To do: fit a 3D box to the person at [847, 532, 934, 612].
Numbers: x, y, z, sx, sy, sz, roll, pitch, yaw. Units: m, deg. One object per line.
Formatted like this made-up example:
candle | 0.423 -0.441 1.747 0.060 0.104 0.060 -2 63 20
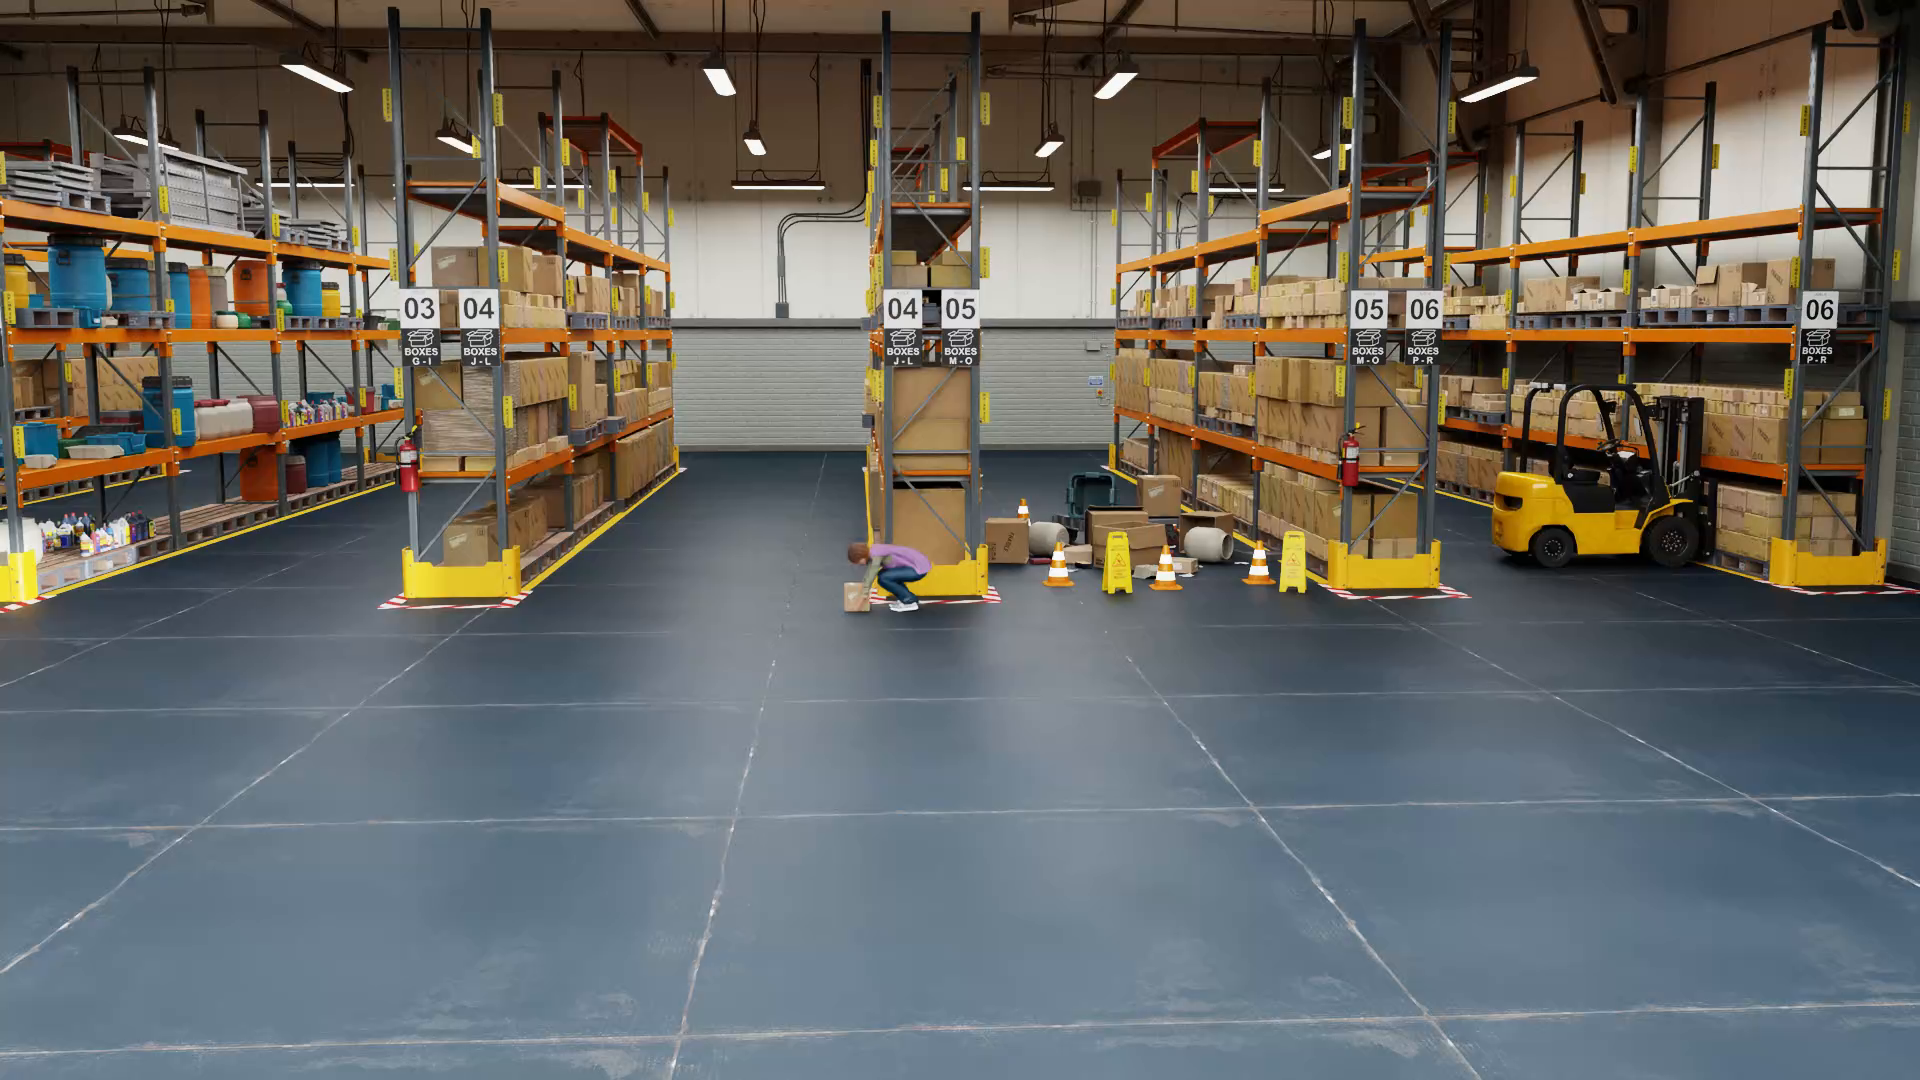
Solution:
person | -0.692 0.316 16.615 0.865 0.792 0.427 0 7 -1
